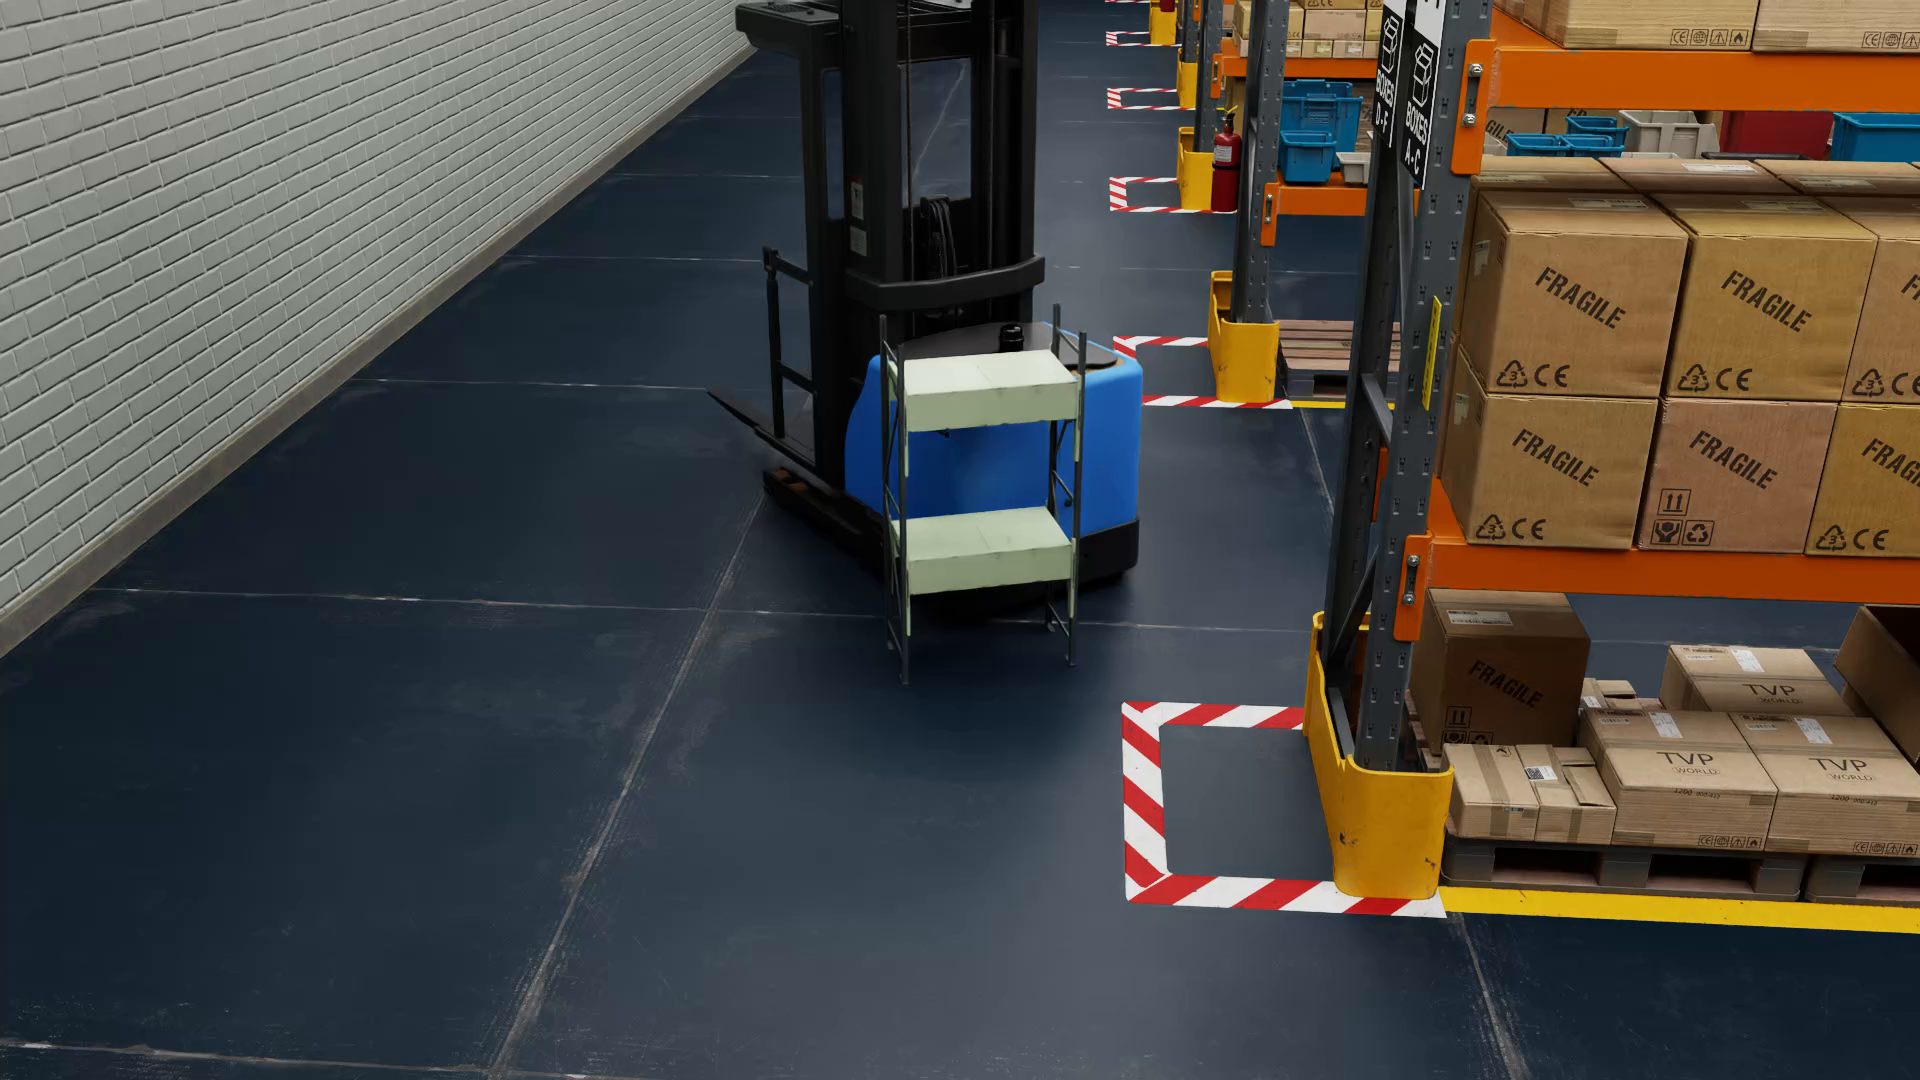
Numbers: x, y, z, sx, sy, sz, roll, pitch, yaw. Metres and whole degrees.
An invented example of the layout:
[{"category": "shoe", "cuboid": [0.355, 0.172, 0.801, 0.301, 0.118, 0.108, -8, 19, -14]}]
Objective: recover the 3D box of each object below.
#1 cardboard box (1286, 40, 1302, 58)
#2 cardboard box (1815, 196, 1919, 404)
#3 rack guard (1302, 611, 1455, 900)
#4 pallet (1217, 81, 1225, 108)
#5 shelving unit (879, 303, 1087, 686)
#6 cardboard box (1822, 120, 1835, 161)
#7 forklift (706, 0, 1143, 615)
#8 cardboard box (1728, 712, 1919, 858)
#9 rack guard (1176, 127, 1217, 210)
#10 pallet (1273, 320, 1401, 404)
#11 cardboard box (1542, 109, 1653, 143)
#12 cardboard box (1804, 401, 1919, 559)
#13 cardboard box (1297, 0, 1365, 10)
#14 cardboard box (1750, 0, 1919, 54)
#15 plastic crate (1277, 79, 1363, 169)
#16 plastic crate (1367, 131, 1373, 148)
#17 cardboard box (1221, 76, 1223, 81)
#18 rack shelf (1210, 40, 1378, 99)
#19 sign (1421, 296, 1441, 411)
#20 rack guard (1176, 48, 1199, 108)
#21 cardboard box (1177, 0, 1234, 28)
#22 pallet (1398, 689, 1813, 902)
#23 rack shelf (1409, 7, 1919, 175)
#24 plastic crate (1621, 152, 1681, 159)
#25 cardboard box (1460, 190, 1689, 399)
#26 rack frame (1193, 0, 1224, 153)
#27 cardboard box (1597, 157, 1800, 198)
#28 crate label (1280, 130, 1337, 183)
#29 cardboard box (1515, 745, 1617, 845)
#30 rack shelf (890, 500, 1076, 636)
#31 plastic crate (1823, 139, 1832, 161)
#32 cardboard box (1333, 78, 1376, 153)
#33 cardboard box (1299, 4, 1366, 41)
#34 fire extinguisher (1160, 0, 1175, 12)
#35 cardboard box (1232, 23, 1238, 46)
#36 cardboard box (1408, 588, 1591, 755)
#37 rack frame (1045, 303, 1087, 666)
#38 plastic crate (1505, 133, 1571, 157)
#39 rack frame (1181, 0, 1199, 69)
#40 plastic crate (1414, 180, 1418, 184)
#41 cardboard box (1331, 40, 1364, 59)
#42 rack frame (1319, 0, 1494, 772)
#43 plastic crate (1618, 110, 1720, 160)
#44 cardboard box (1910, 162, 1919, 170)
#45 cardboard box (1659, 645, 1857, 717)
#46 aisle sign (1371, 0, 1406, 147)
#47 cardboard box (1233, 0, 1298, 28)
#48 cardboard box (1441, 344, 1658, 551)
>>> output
[{"category": "cardboard box", "cuboid": [2.780, -4.242, 14.271, 0.250, 0.149, 0.380, 1, 25, 3]}, {"category": "cardboard box", "cuboid": [2.876, -0.728, 5.018, 0.500, 0.500, 0.500, 2, 25, 5]}, {"category": "rack guard", "cuboid": [1.509, 0.754, 6.104, 0.348, 0.500, 1.175, 2, 25, 4]}, {"category": "pallet", "cuboid": [3.559, -5.267, 19.534, 1.213, 0.211, 1.003, 2, 25, 4]}, {"category": "shelving unit", "cuboid": [0.084, -0.183, 6.939, 0.755, 1.500, 0.431, -6, 26, -12]}, {"category": "cardboard box", "cuboid": [7.714, -3.570, 14.549, 0.875, 0.875, 1.225, 1, 25, 2]}, {"category": "forklift", "cuboid": [-0.379, -1.562, 8.229, 1.130, 2.935, 3.031, -15, 29, -30]}, {"category": "cardboard box", "cuboid": [2.951, 0.833, 5.705, 0.500, 0.250, 0.500, 2, 25, 4]}, {"category": "rack guard", "cuboid": [2.171, -3.378, 15.083, 0.348, 0.500, 1.175, 2, 25, 4]}, {"category": "pallet", "cuboid": [2.635, -1.139, 10.563, 1.213, 0.211, 1.003, 2, 25, 4]}, {"category": "cardboard box", "cuboid": [5.531, -3.665, 14.755, 0.875, 0.875, 0.875, 2, 25, 4]}, {"category": "cardboard box", "cuboid": [2.870, -0.274, 5.227, 0.500, 0.500, 0.500, 2, 25, 4]}, {"category": "cardboard box", "cuboid": [3.152, -4.776, 14.059, 0.500, 0.500, 0.500, 1, 25, 3]}, {"category": "cardboard box", "cuboid": [2.423, -1.535, 4.678, 0.500, 0.250, 0.500, 2, 25, 4]}, {"category": "plastic crate", "cuboid": [2.164, -2.559, 10.199, 0.499, 0.435, 0.616, 2, 25, 4]}, {"category": "plastic crate", "cuboid": [2.643, -2.405, 10.223, 0.243, 0.136, 0.396, 2, 25, 4]}, {"category": "cardboard box", "cuboid": [3.216, -5.542, 19.705, 0.250, 0.149, 0.380, 2, 25, 5]}, {"category": "rack shelf", "cuboid": [4.189, -4.122, 14.570, 4.000, 0.370, 1.077, 2, 25, 4]}, {"category": "sign", "cuboid": [1.392, -0.551, 4.914, 0.005, 0.325, 0.100, 2, 25, 4]}, {"category": "rack guard", "cuboid": [2.751, -5.439, 19.562, 0.348, 0.500, 1.175, 2, 25, 4]}, {"category": "cardboard box", "cuboid": [3.620, -7.690, 24.028, 0.875, 0.438, 0.875, 1, 25, 2]}, {"category": "pallet", "cuboid": [2.304, 0.911, 6.109, 1.213, 0.211, 1.003, 2, 25, 4]}, {"category": "rack shelf", "cuboid": [3.427, -1.356, 4.971, 4.000, 0.370, 1.077, 2, 25, 4]}, {"category": "plastic crate", "cuboid": [4.045, -2.158, 9.686, 0.466, 0.136, 0.293, 2, 25, 4]}, {"category": "cardboard box", "cuboid": [1.855, -0.759, 5.087, 0.500, 0.500, 0.500, 3, 25, 6]}, {"category": "rack frame", "cuboid": [2.195, -4.513, 14.559, 0.127, 3.000, 1.000, 2, 25, 4]}, {"category": "cardboard box", "cuboid": [2.402, -0.968, 5.540, 0.500, 0.500, 0.500, 3, 25, 5]}, {"category": "crate label", "cuboid": [2.037, -2.254, 9.780, 0.303, 0.233, 0.416, 2, 25, 4]}, {"category": "cardboard box", "cuboid": [2.074, 0.868, 5.729, 0.250, 0.166, 0.380, 2, 25, 4]}, {"category": "rack shelf", "cuboid": [0.084, 0.112, 7.078, 0.720, 0.370, 0.431, -6, 26, -12]}, {"category": "plastic crate", "cuboid": [5.351, -2.302, 9.999, 0.243, 0.136, 0.396, 2, 25, 4]}, {"category": "cardboard box", "cuboid": [3.747, -3.722, 14.880, 0.875, 0.875, 0.875, 2, 25, 4]}, {"category": "cardboard box", "cuboid": [3.172, -4.438, 14.220, 0.500, 0.250, 0.500, 2, 25, 3]}, {"category": "fire extinguisher", "cuboid": [2.460, -6.572, 19.574, 0.183, 0.674, 0.296, 2, 25, 4]}, {"category": "cardboard box", "cuboid": [2.575, -4.524, 14.885, 0.250, 0.149, 0.380, 2, 25, 5]}, {"category": "cardboard box", "cuboid": [1.994, 0.467, 6.202, 0.500, 0.500, 0.500, 2, 25, 4]}, {"category": "rack frame", "cuboid": [0.441, -0.218, 7.016, 0.023, 1.500, 0.400, -6, 26, -12]}, {"category": "plastic crate", "cuboid": [3.350, -2.212, 9.688, 0.300, 0.233, 0.416, 2, 25, 4]}, {"category": "rack frame", "cuboid": [2.676, -6.577, 19.045, 0.127, 3.000, 1.000, 2, 25, 4]}, {"category": "plastic crate", "cuboid": [2.693, -2.233, 9.734, 0.300, 0.233, 0.416, 2, 25, 4]}, {"category": "cardboard box", "cuboid": [3.295, -4.226, 14.237, 0.250, 0.149, 0.380, 1, 25, 3]}, {"category": "rack frame", "cuboid": [1.433, -0.384, 5.586, 0.127, 3.000, 1.000, 2, 25, 4]}, {"category": "plastic crate", "cuboid": [4.296, -2.419, 10.080, 0.530, 0.282, 0.437, 2, 25, 4]}, {"category": "cardboard box", "cuboid": [3.431, -0.937, 5.473, 0.500, 0.500, 0.500, 3, 25, 6]}, {"category": "cardboard box", "cuboid": [2.939, 0.623, 6.161, 0.500, 0.250, 0.500, 2, 25, 4]}, {"category": "aisle sign", "cuboid": [1.388, -1.695, 5.325, 0.004, 0.787, 0.394, 2, 25, 4]}, {"category": "cardboard box", "cuboid": [2.699, -4.675, 14.735, 0.500, 0.250, 0.500, 1, 25, 3]}, {"category": "cardboard box", "cuboid": [1.855, -0.305, 5.296, 0.500, 0.500, 0.500, 2, 25, 5]}]
